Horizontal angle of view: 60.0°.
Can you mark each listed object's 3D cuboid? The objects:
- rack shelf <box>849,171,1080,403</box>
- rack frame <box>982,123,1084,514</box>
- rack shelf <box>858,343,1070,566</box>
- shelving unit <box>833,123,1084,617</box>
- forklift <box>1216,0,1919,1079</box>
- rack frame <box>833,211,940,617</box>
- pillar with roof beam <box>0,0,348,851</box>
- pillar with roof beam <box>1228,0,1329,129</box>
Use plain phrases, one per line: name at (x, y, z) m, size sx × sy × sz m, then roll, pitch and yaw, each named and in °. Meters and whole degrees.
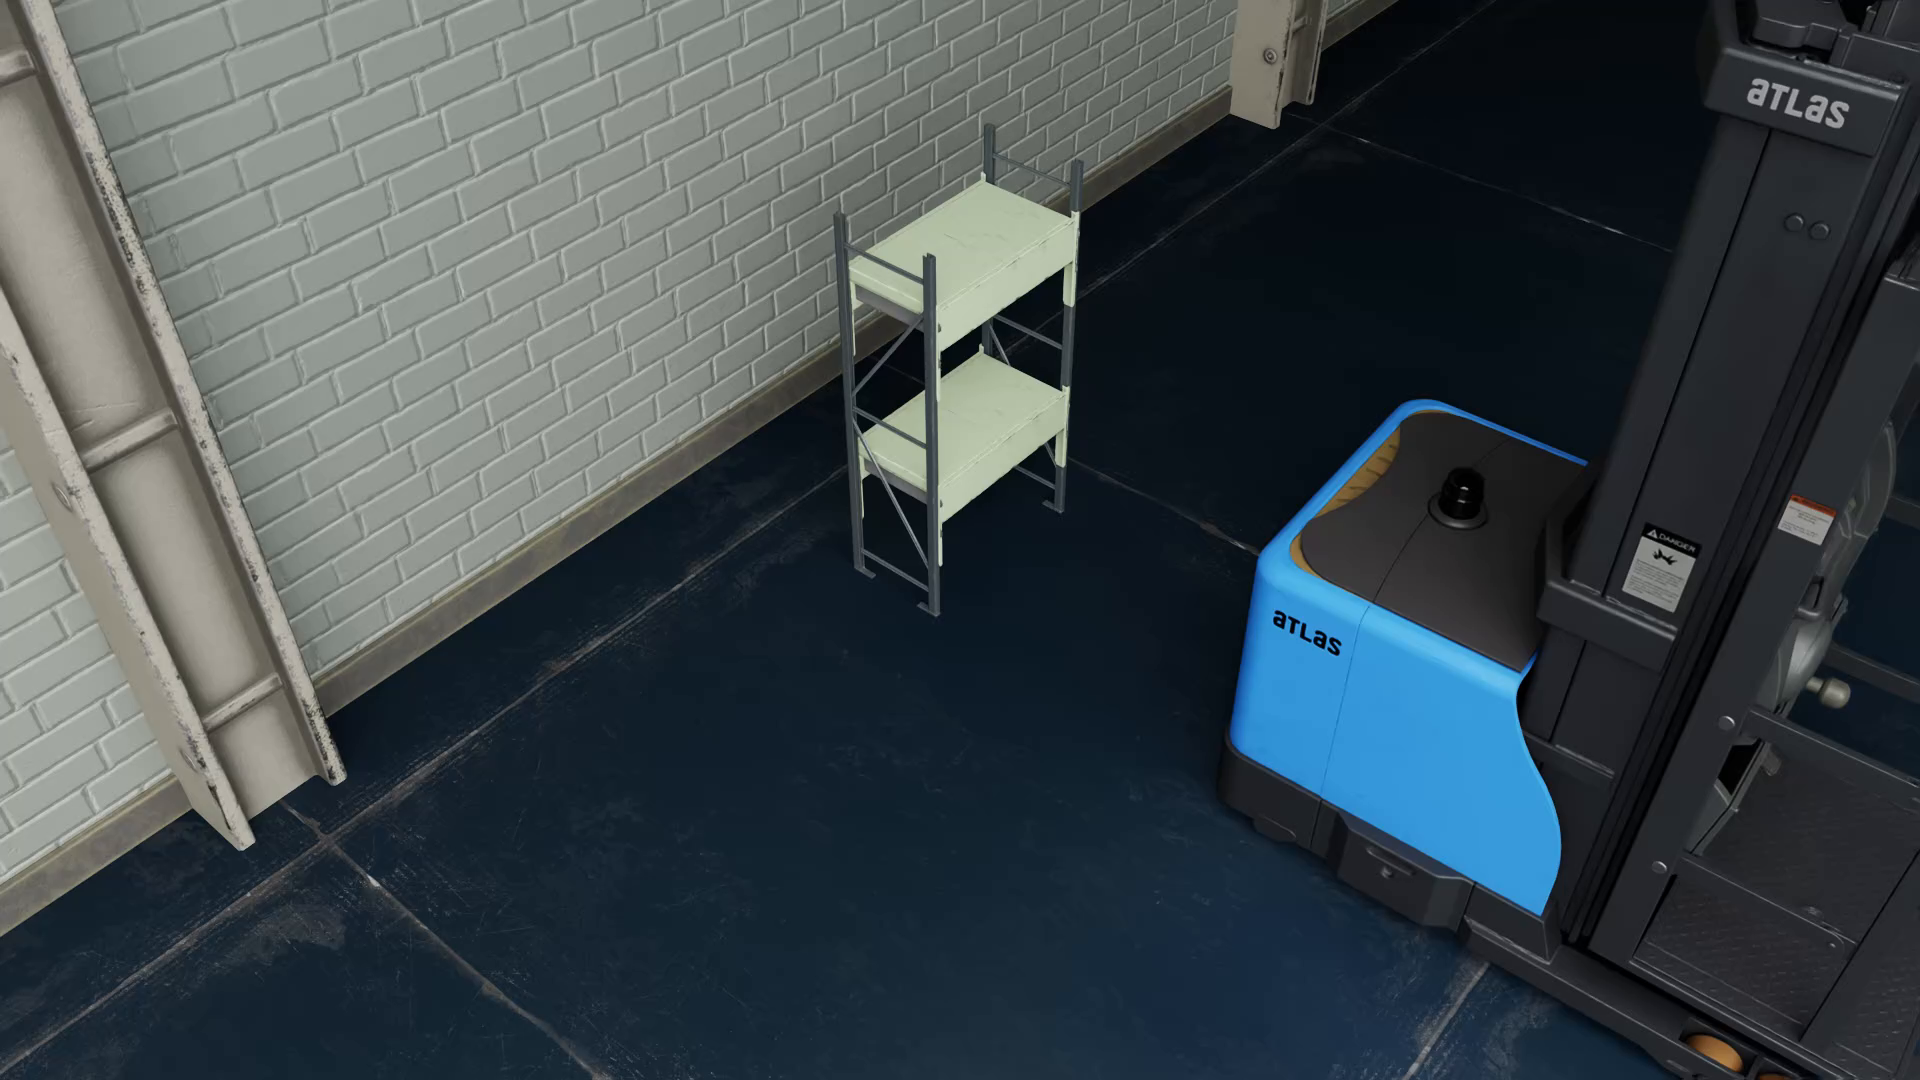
rack shelf at (0.004, -0.847, 5.487) m, size 0.431 × 0.370 × 0.720 m, roll 29°, pitch 50°, yaw 28°
rack frame at (0.240, -0.747, 5.956) m, size 0.400 × 1.500 × 0.023 m, roll 29°, pitch 50°, yaw 28°
rack shelf at (0.004, -0.317, 5.969) m, size 0.431 × 0.370 × 0.720 m, roll 29°, pitch 50°, yaw 28°
shelving unit at (0.004, -0.558, 5.749) m, size 0.431 × 1.500 × 0.755 m, roll 29°, pitch 50°, yaw 28°
forklift at (2.289, 0.111, 3.950) m, size 3.031 × 2.935 × 1.130 m, roll 28°, pitch 49°, yaw 27°
rack frame at (-0.231, -0.370, 5.542) m, size 0.400 × 1.500 × 0.023 m, roll 29°, pitch 50°, yaw 28°
pillar with roof beam at (1.063, -0.662, 0.290) m, size 9.100 × 9.000 × 0.400 m, roll 29°, pitch 50°, yaw 28°
pillar with roof beam at (4.925, -3.752, 3.687) m, size 9.100 × 9.000 × 0.400 m, roll 29°, pitch 50°, yaw 28°
